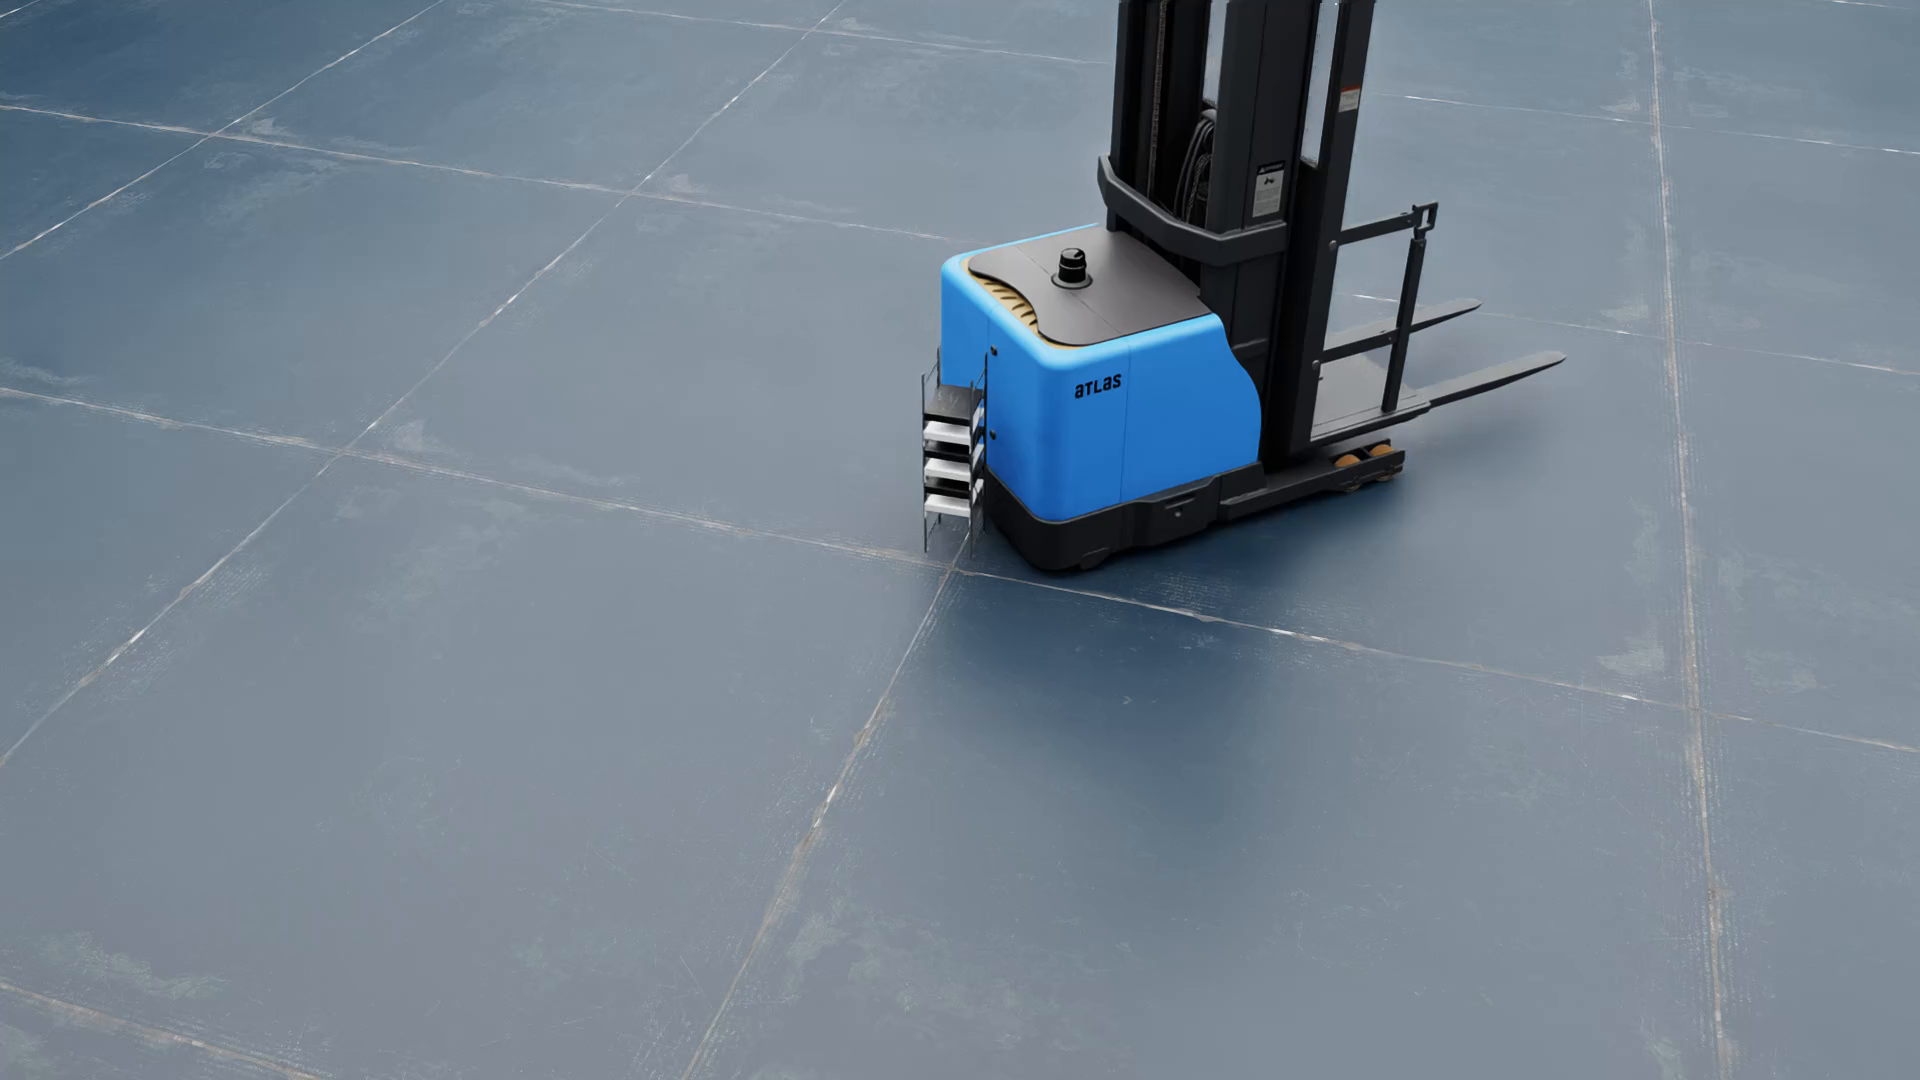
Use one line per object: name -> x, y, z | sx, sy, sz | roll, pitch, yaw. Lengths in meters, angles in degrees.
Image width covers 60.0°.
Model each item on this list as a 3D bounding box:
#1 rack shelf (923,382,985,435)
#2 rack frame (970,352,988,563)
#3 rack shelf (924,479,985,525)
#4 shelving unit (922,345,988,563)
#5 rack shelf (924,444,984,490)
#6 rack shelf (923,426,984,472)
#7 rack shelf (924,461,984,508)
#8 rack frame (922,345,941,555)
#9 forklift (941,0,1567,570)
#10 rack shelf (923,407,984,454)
rack shelf -> -0.021, -0.541, 6.826 | 0.200, 0.077, 0.258 | 9, 37, 13
rack frame -> 0.077, -0.334, 6.945 | 0.006, 0.900, 0.240 | 9, 37, 13
rack shelf -> -0.021, -0.178, 7.093 | 0.200, 0.077, 0.258 | 9, 37, 13
shelving unit -> -0.021, -0.350, 6.967 | 0.210, 0.900, 0.258 | 9, 37, 13
rack shelf -> -0.021, -0.323, 6.987 | 0.200, 0.077, 0.258 | 9, 37, 13
rack shelf -> -0.021, -0.396, 6.933 | 0.200, 0.077, 0.258 | 9, 37, 13
rack shelf -> -0.021, -0.251, 7.040 | 0.200, 0.077, 0.258 | 9, 37, 13
rack frame -> -0.118, -0.367, 6.989 | 0.006, 0.900, 0.240 | 9, 37, 13
forklift -> 1.455, -1.660, 7.033 | 3.031, 2.935, 1.130 | -17, 40, -21
rack shelf -> -0.021, -0.468, 6.880 | 0.200, 0.077, 0.258 | 9, 37, 13
